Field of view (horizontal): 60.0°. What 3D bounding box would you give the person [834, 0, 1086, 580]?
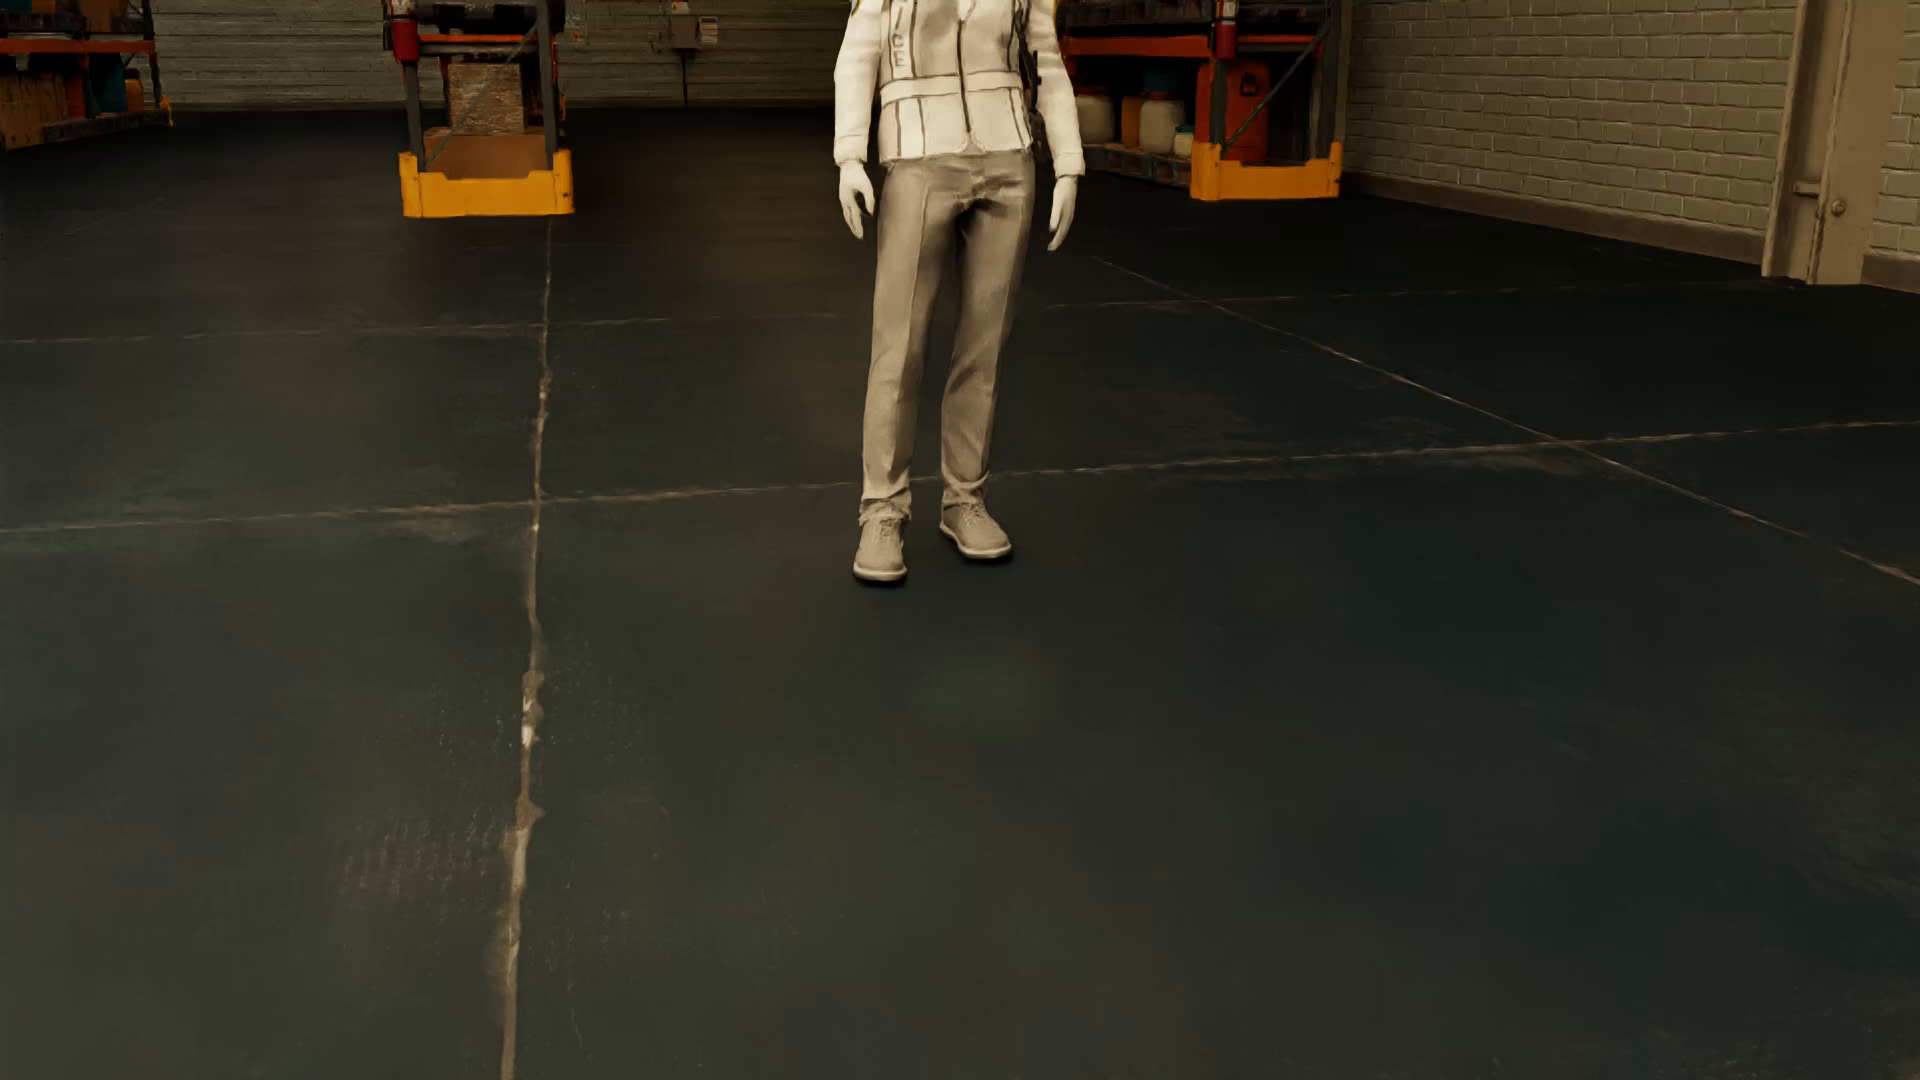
[{"bbox_3d":[0.008,-0.800,3.708,0.586,1.695,0.532,-4,17,-12],"label":"person"}]
